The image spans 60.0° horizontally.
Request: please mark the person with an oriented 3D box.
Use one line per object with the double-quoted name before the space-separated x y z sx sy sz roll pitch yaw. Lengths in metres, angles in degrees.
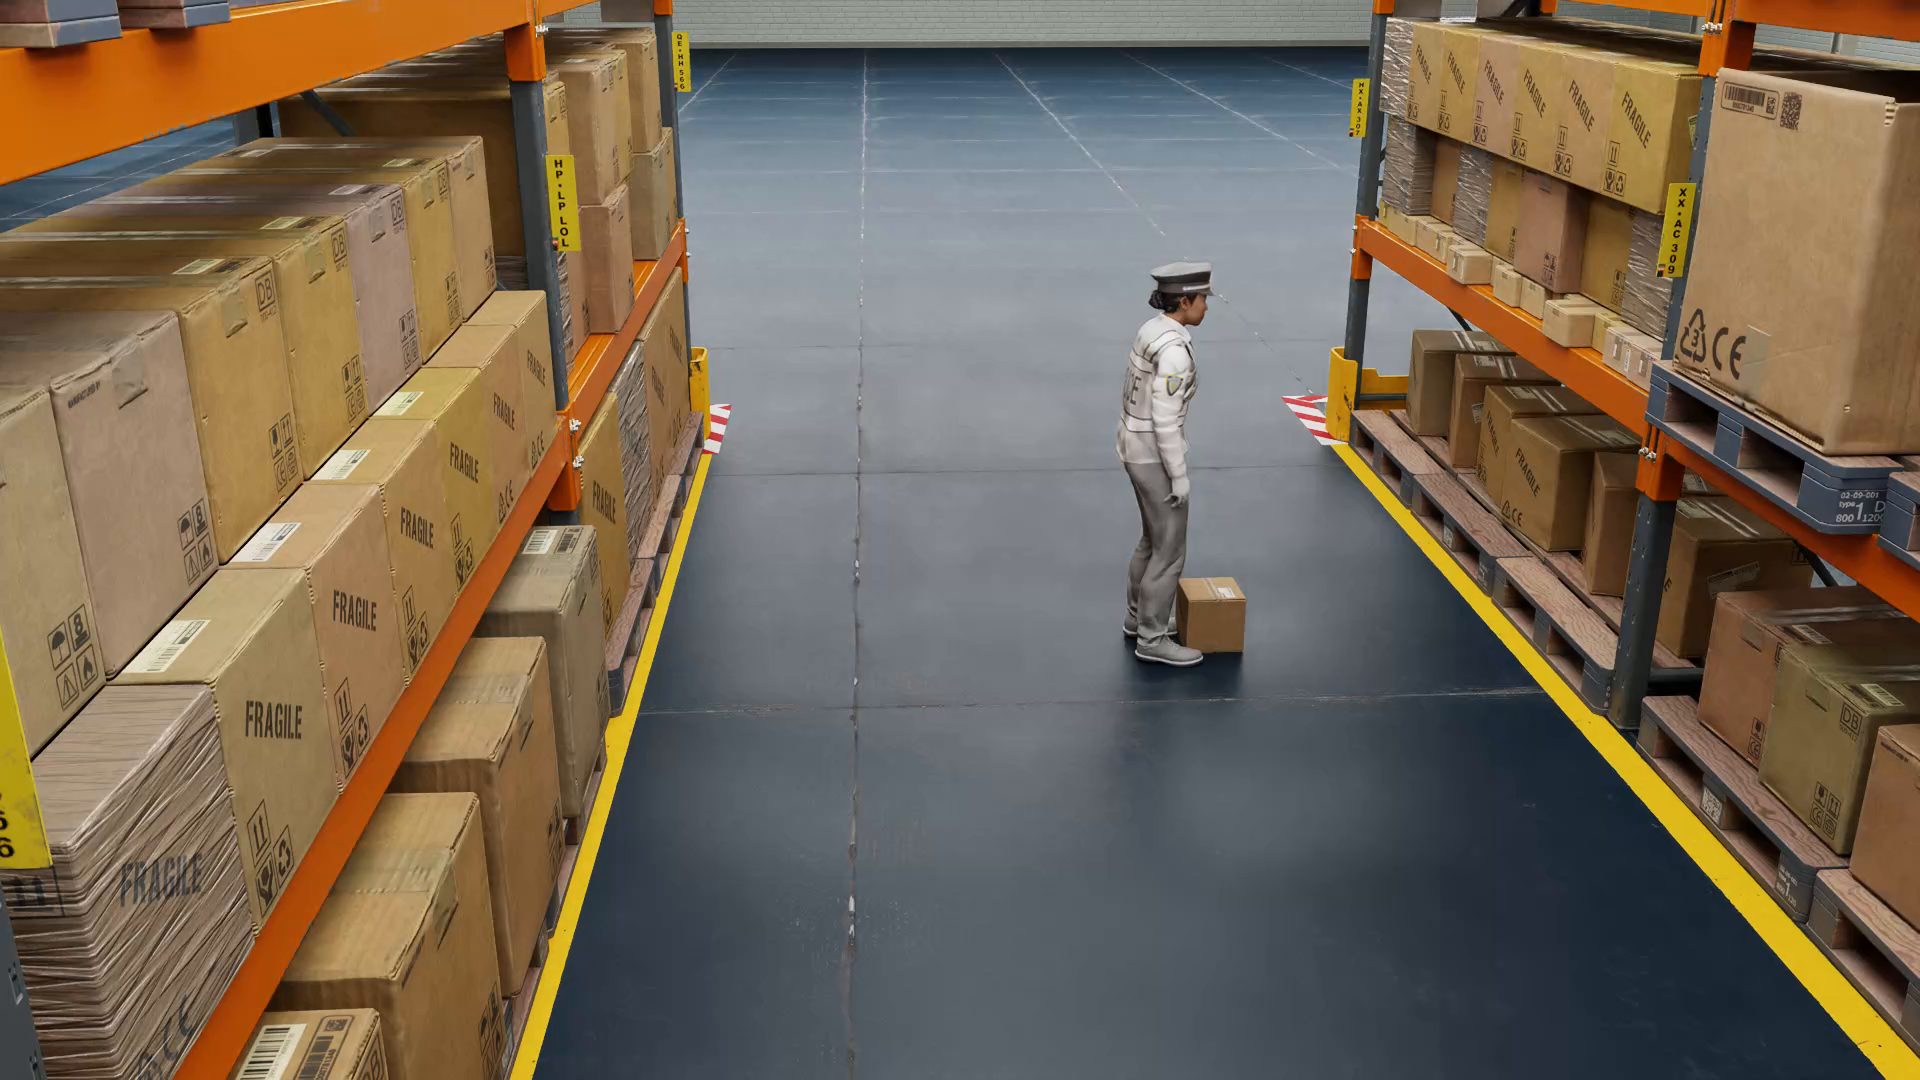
"person" 0.845 -0.327 6.945 0.371 1.663 0.530 -1 21 -3
